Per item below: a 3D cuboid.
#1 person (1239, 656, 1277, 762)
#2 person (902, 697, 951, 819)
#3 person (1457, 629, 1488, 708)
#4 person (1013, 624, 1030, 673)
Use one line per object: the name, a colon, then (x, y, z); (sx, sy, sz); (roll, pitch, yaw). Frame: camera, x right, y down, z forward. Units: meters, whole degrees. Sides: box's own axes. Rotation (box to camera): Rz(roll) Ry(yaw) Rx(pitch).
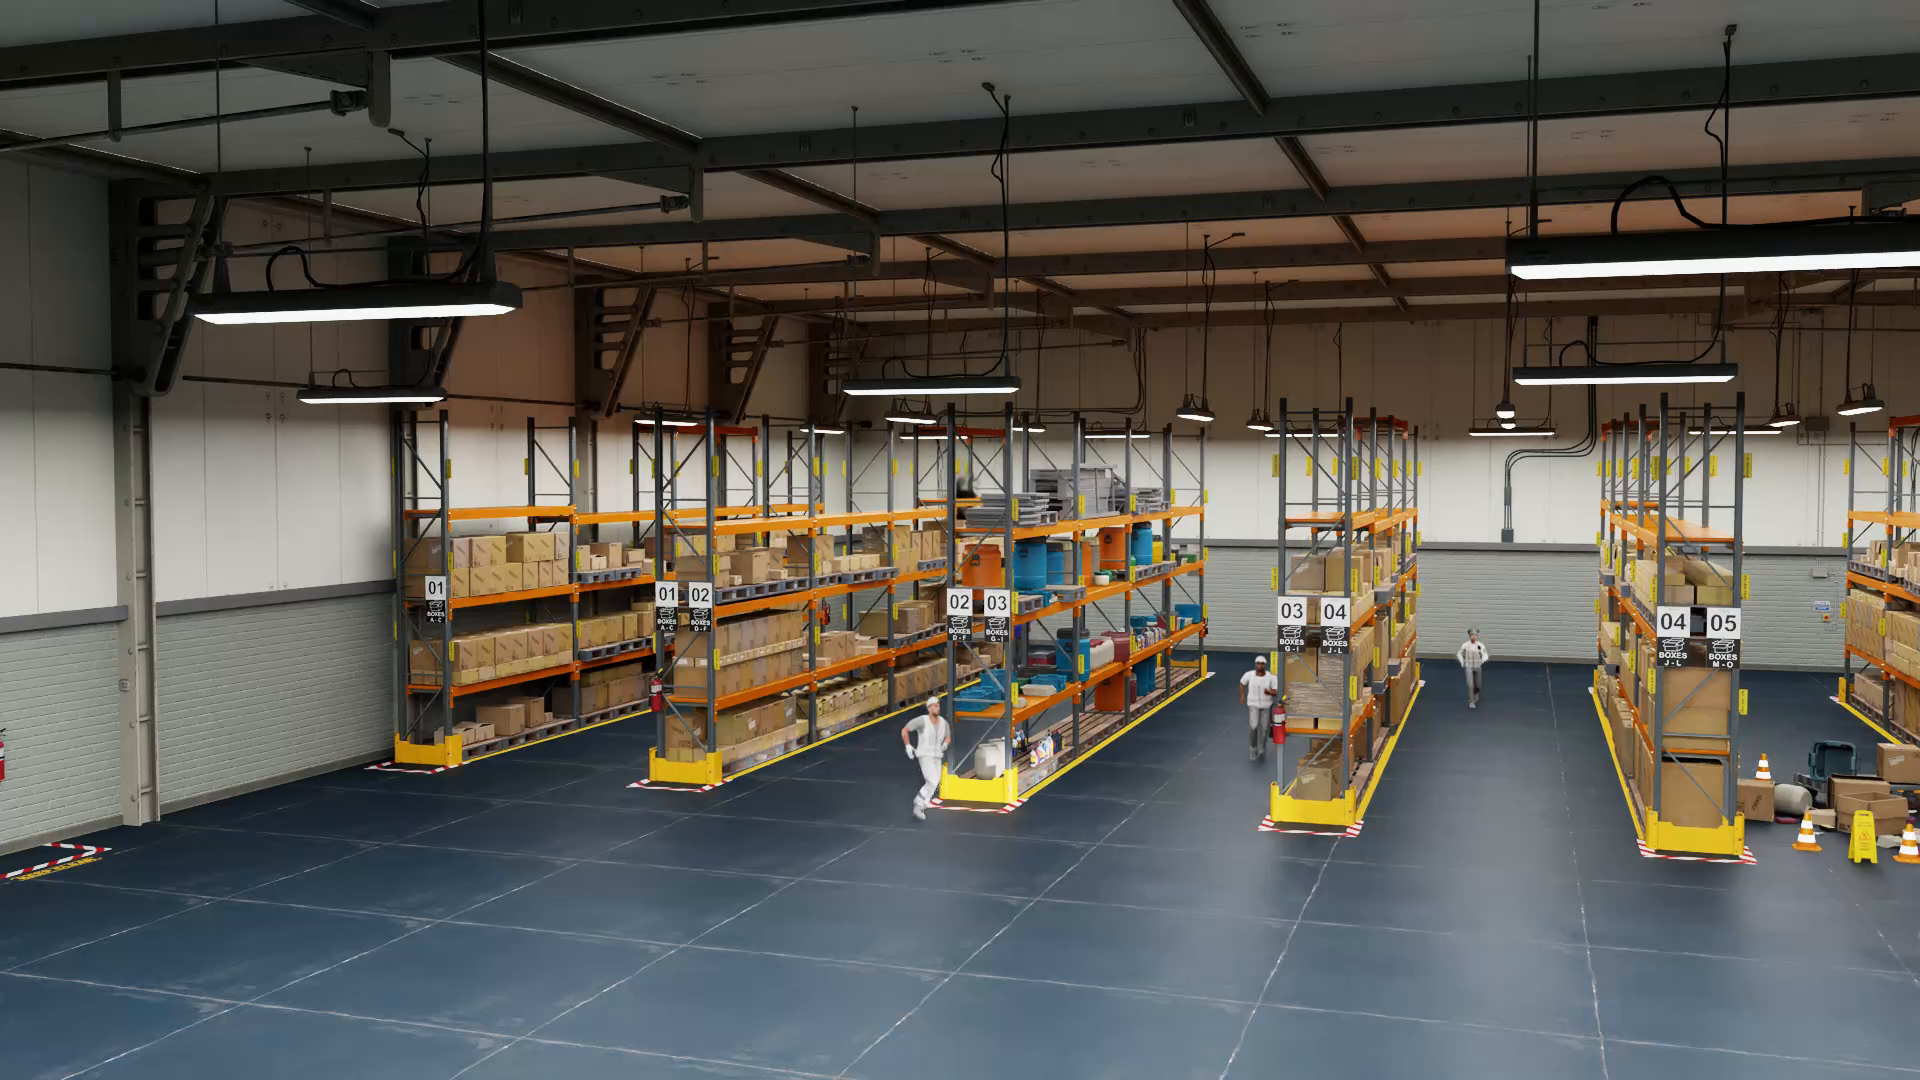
person: (5.154, 2.896, 28.611); (0.669, 1.823, 0.751); (0, 2, 7)
person: (-0.407, 3.112, 23.718); (0.684, 1.736, 0.600); (-2, 3, -40)
person: (10.751, 2.676, 34.886); (0.621, 1.654, 0.718); (1, 3, 12)
person: (1.276, 2.309, 37.362); (0.597, 1.631, 0.575); (1, 3, 14)
